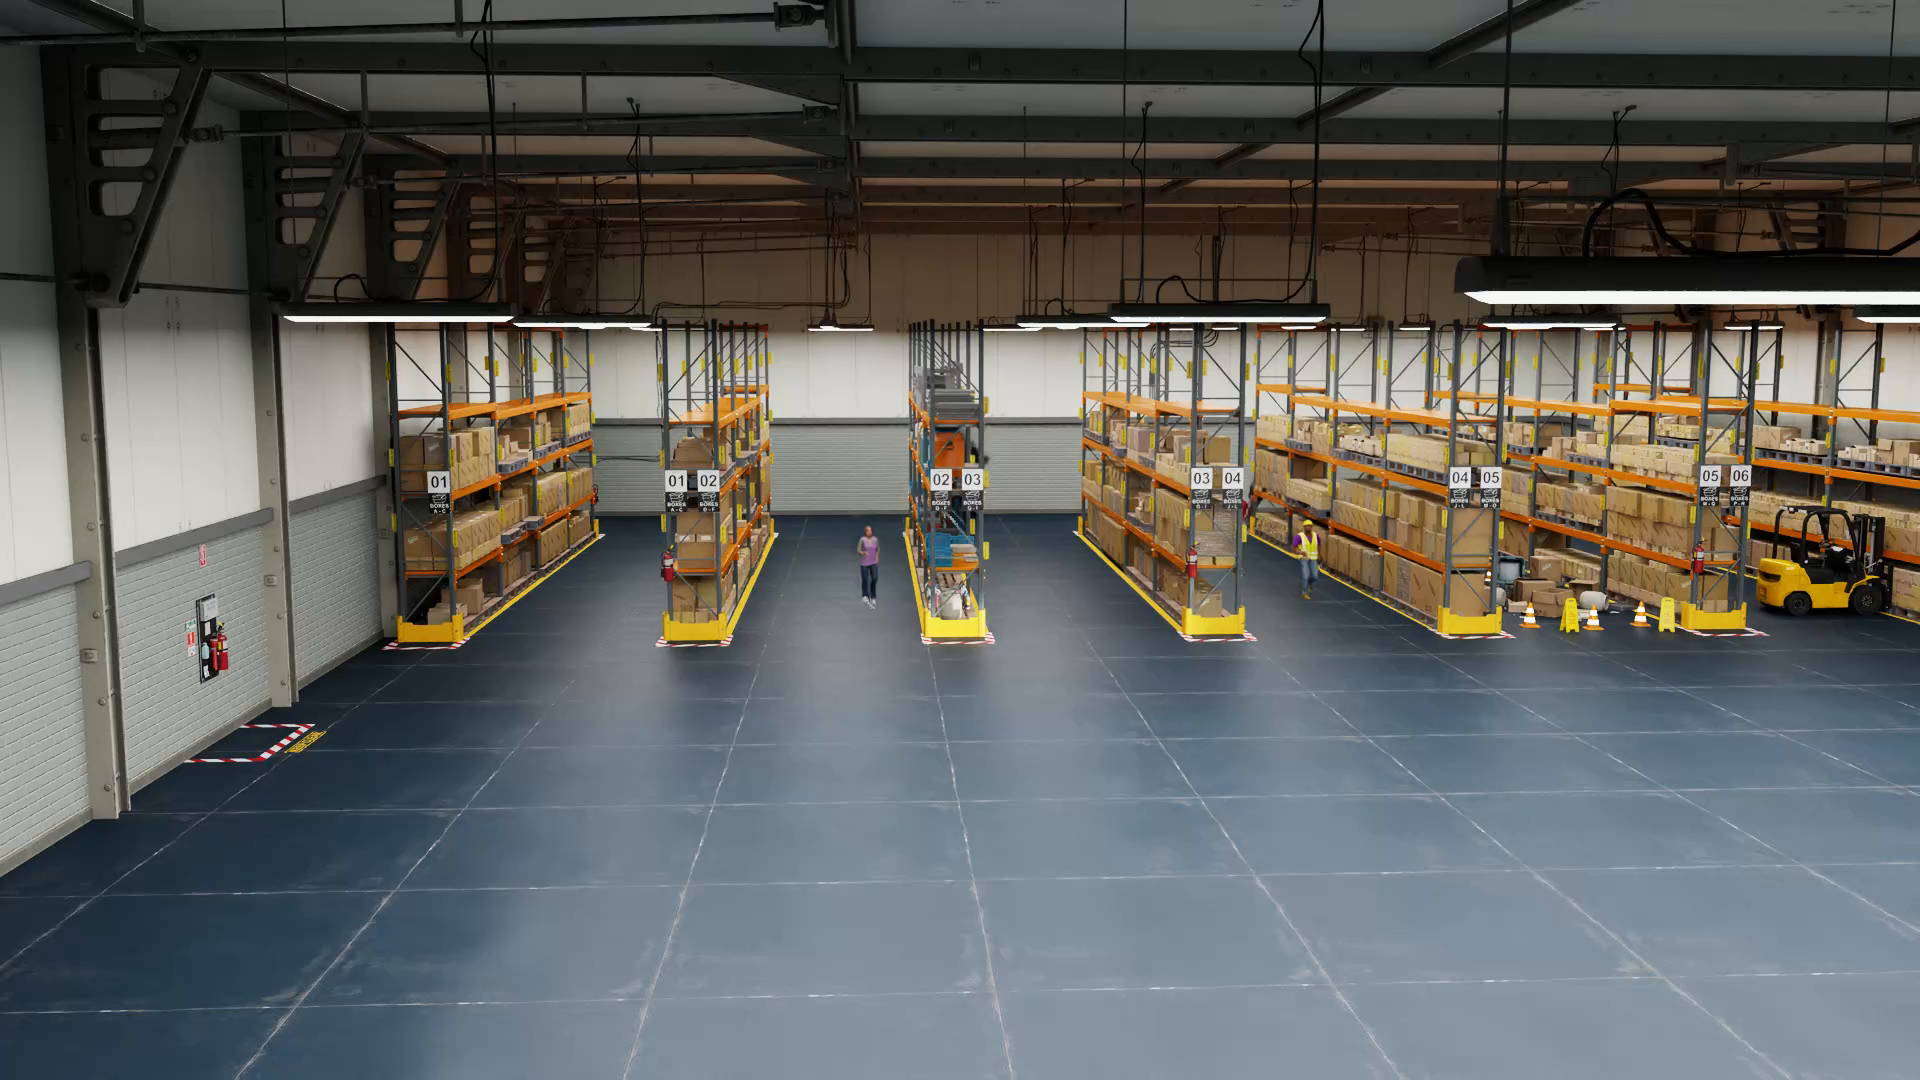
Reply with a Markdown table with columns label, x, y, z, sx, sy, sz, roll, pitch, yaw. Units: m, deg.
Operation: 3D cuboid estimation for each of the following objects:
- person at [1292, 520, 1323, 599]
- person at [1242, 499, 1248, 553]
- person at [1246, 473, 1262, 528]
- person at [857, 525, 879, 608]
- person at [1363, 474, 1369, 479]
| label | x | y | z | sx | sy | sz | roll | pitch | yaw |
| --- | --- | --- | --- | --- | --- | --- | --- | --- | --- |
| person | 7.551 | 0.422 | 36.055 | 0.698 | 1.723 | 0.579 | -1 | 7 | -8 |
| person | 7.235 | -0.447 | 43.147 | 0.650 | 1.688 | 0.602 | -1 | 7 | -8 |
| person | 8.747 | -1.172 | 49.150 | 0.656 | 1.675 | 0.719 | 0 | 7 | -3 |
| person | -1.829 | 0.538 | 33.481 | 0.490 | 1.665 | 0.689 | -2 | 7 | -13 |
| person | 12.107 | -1.172 | 49.472 | 0.592 | 1.609 | 0.560 | 0 | 7 | -1 |
